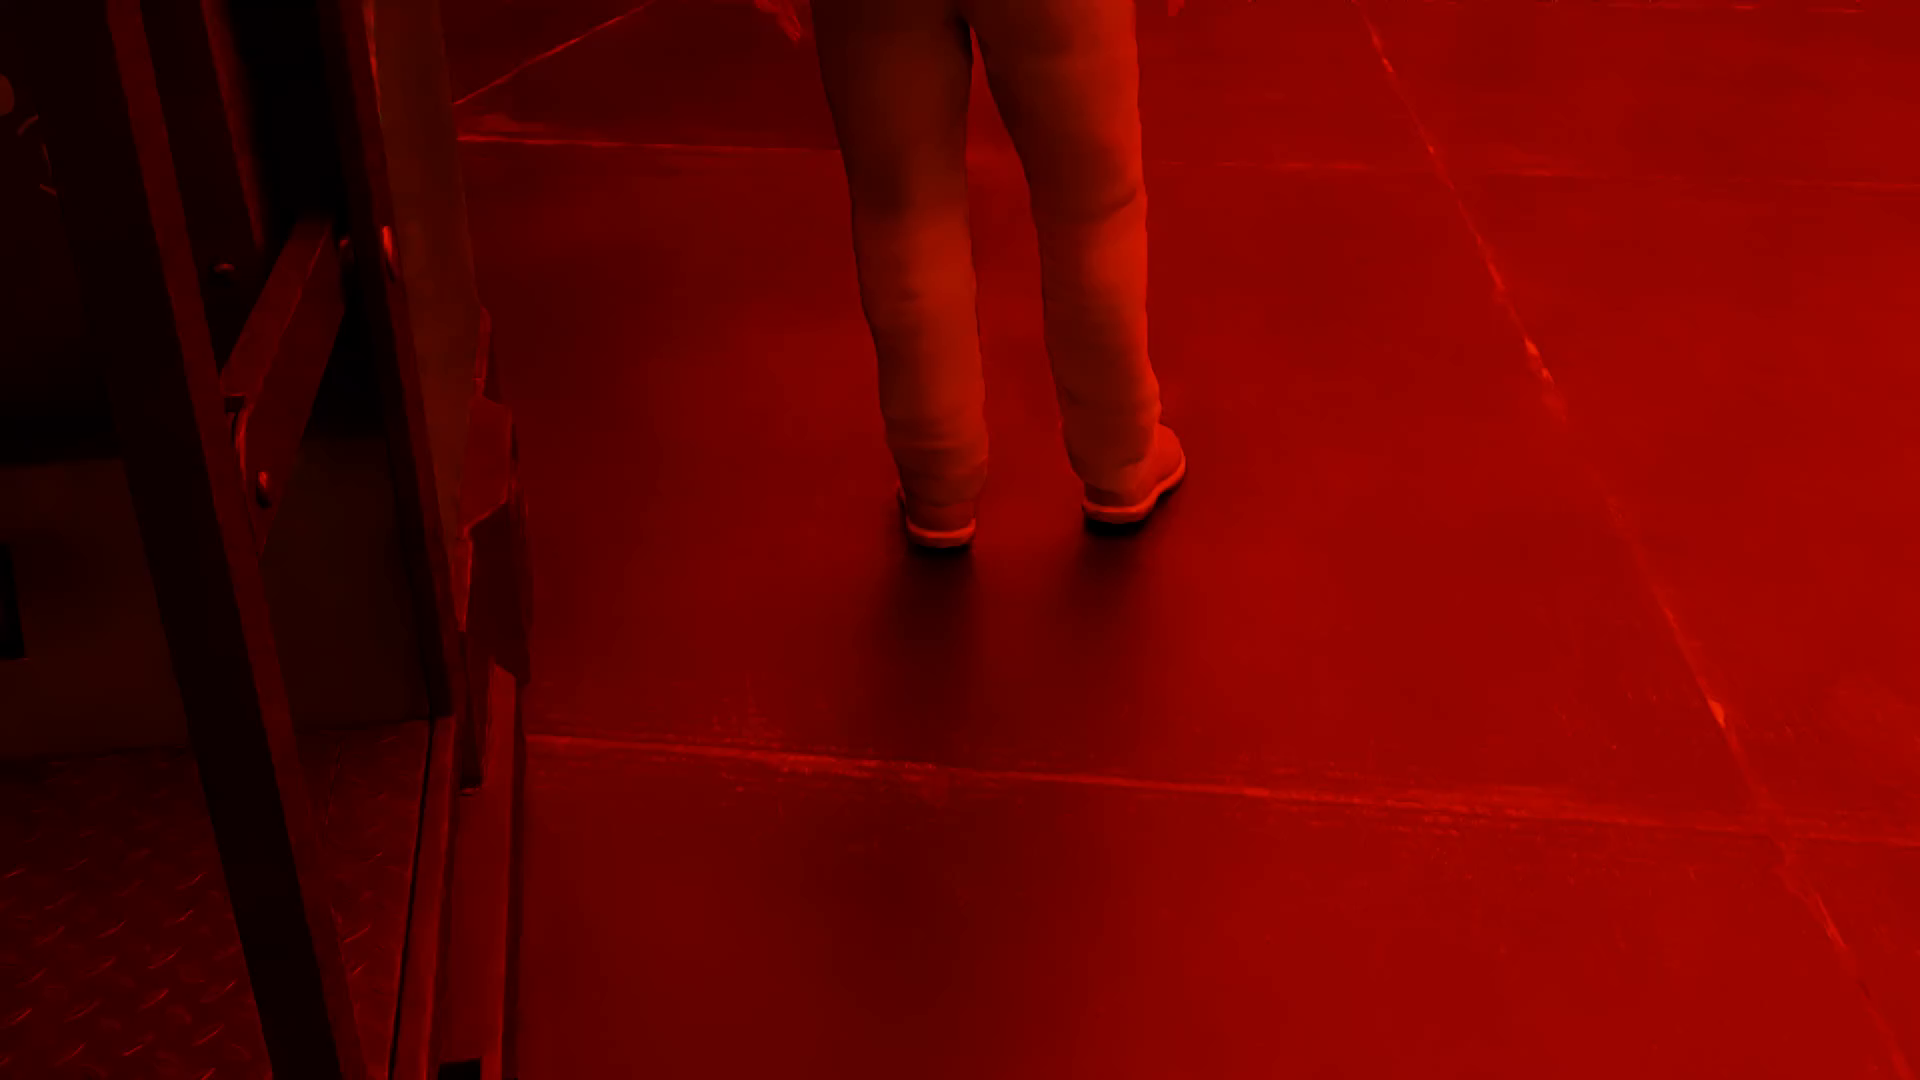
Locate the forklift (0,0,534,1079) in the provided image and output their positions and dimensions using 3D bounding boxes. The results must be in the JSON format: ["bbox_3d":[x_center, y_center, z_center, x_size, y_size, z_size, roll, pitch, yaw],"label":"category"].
[{"bbox_3d":[-0.908,-0.702,0.623,1.130,2.935,3.031,-6,27,-11],"label":"forklift"}]

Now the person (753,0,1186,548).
[{"bbox_3d":[0.022,-0.838,2.166,0.640,1.781,0.574,3,27,7],"label":"person"}]
